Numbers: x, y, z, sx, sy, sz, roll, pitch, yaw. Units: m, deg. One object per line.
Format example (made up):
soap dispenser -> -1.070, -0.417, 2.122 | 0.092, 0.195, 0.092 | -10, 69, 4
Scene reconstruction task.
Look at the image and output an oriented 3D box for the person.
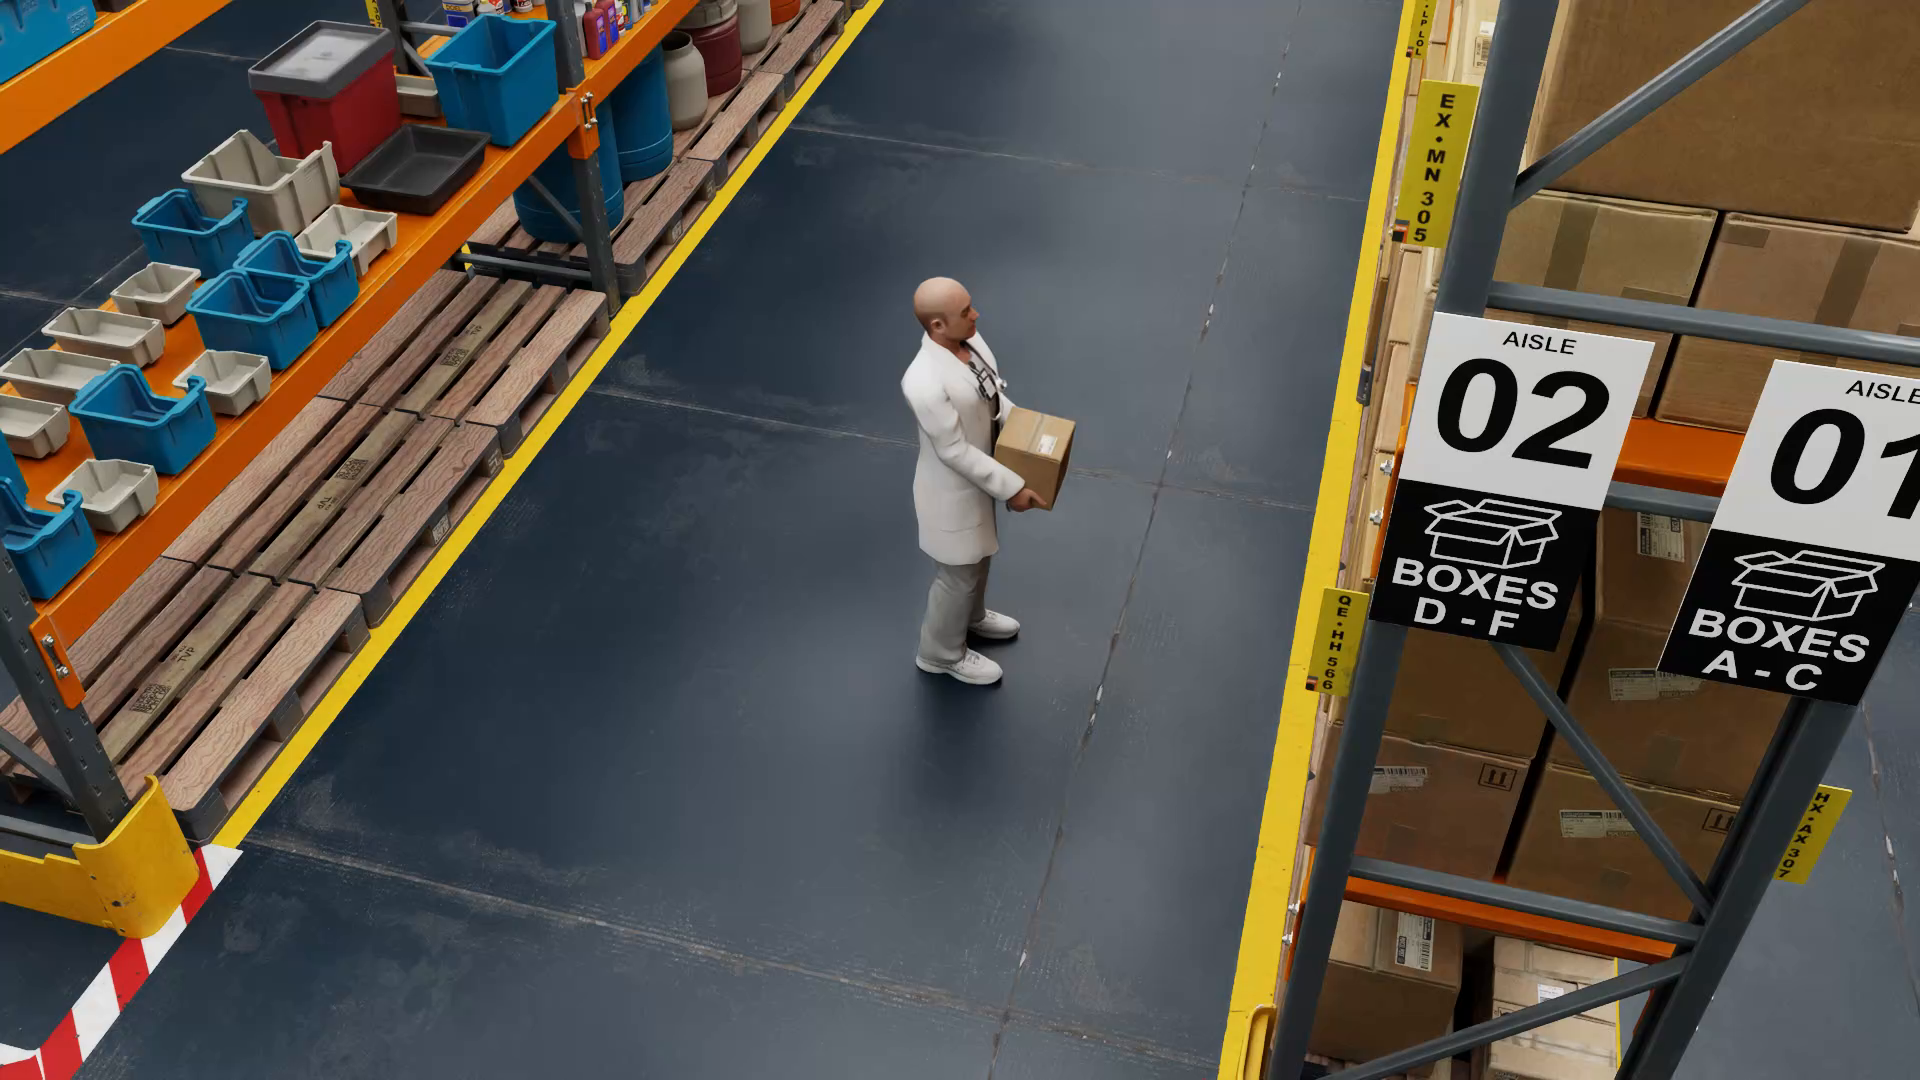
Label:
person -> 0.095, -0.206, 6.416 | 0.555, 1.770, 0.530 | 10, 42, 12
